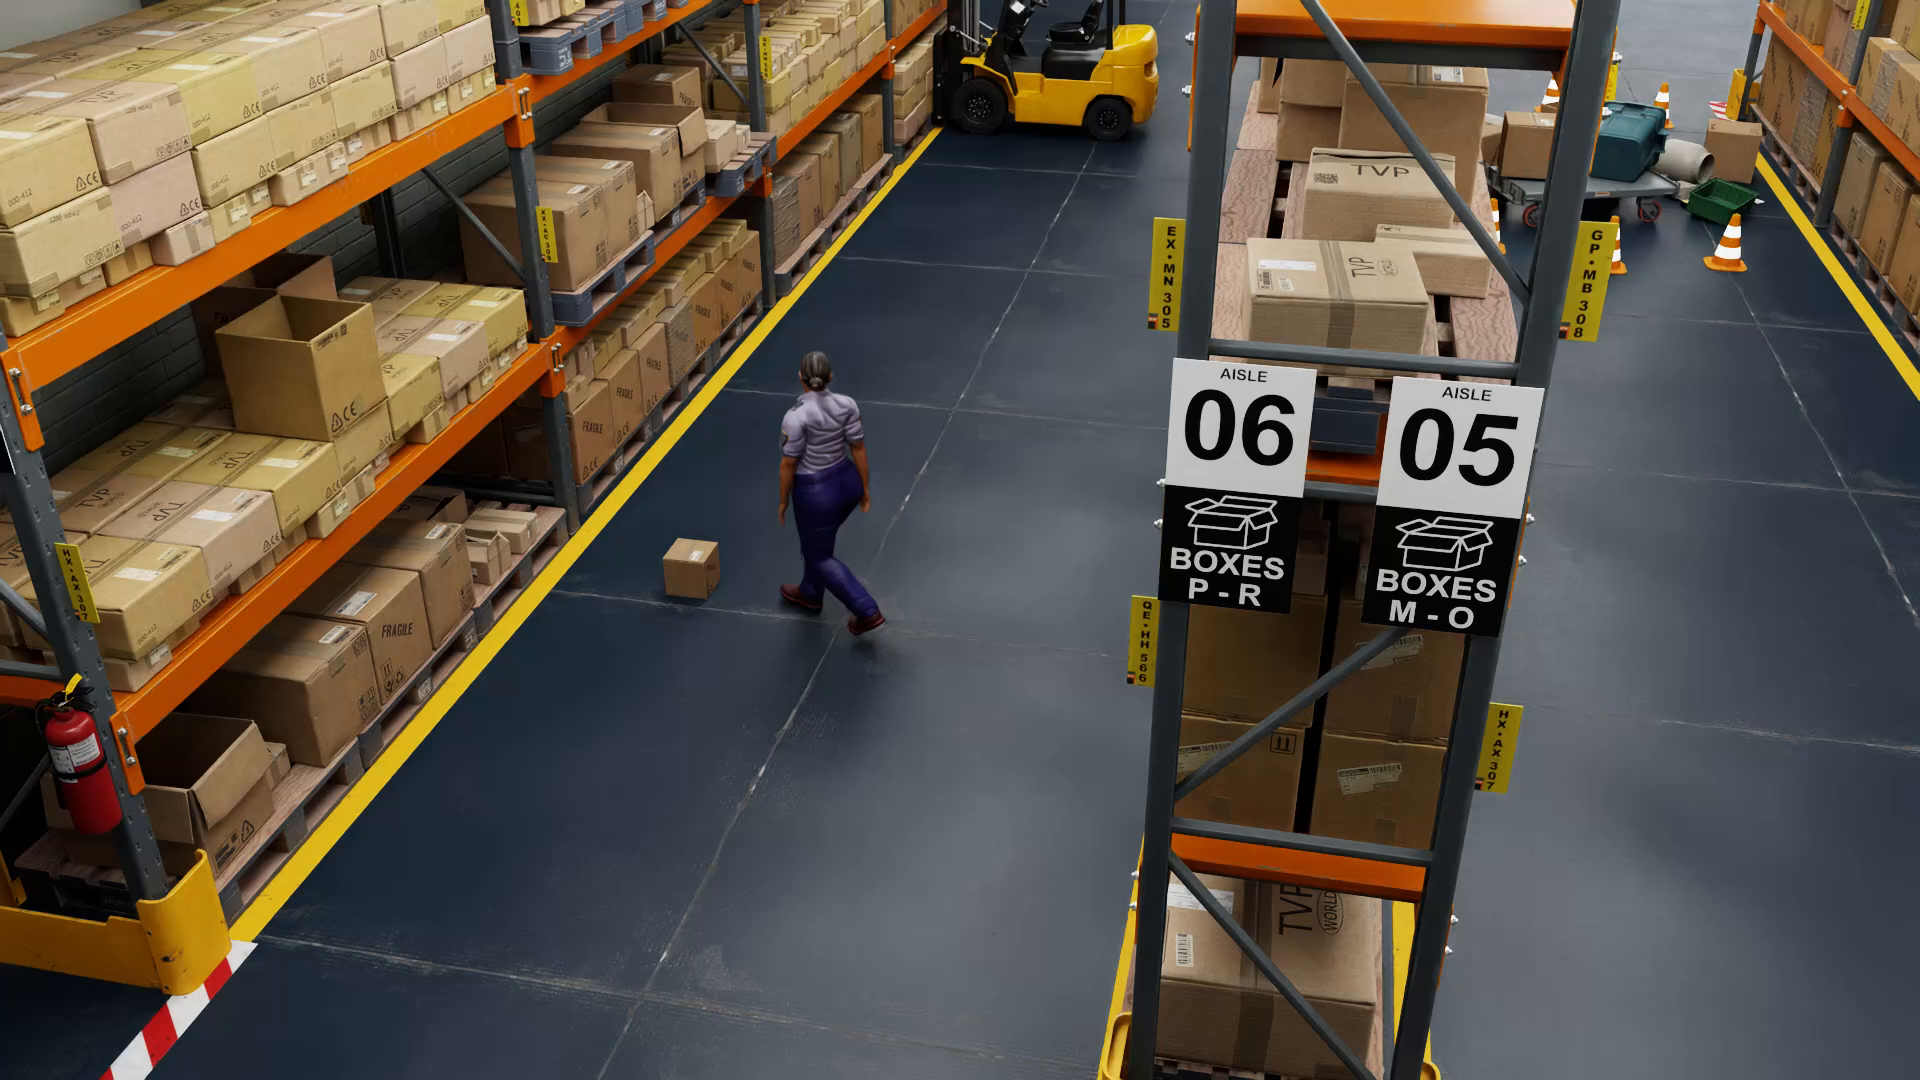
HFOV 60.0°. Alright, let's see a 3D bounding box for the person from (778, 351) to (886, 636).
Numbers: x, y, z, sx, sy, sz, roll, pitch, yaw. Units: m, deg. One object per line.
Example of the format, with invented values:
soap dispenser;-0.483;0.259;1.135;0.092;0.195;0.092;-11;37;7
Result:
person;-0.727;-0.245;9.068;0.878;1.613;0.488;22;36;34
